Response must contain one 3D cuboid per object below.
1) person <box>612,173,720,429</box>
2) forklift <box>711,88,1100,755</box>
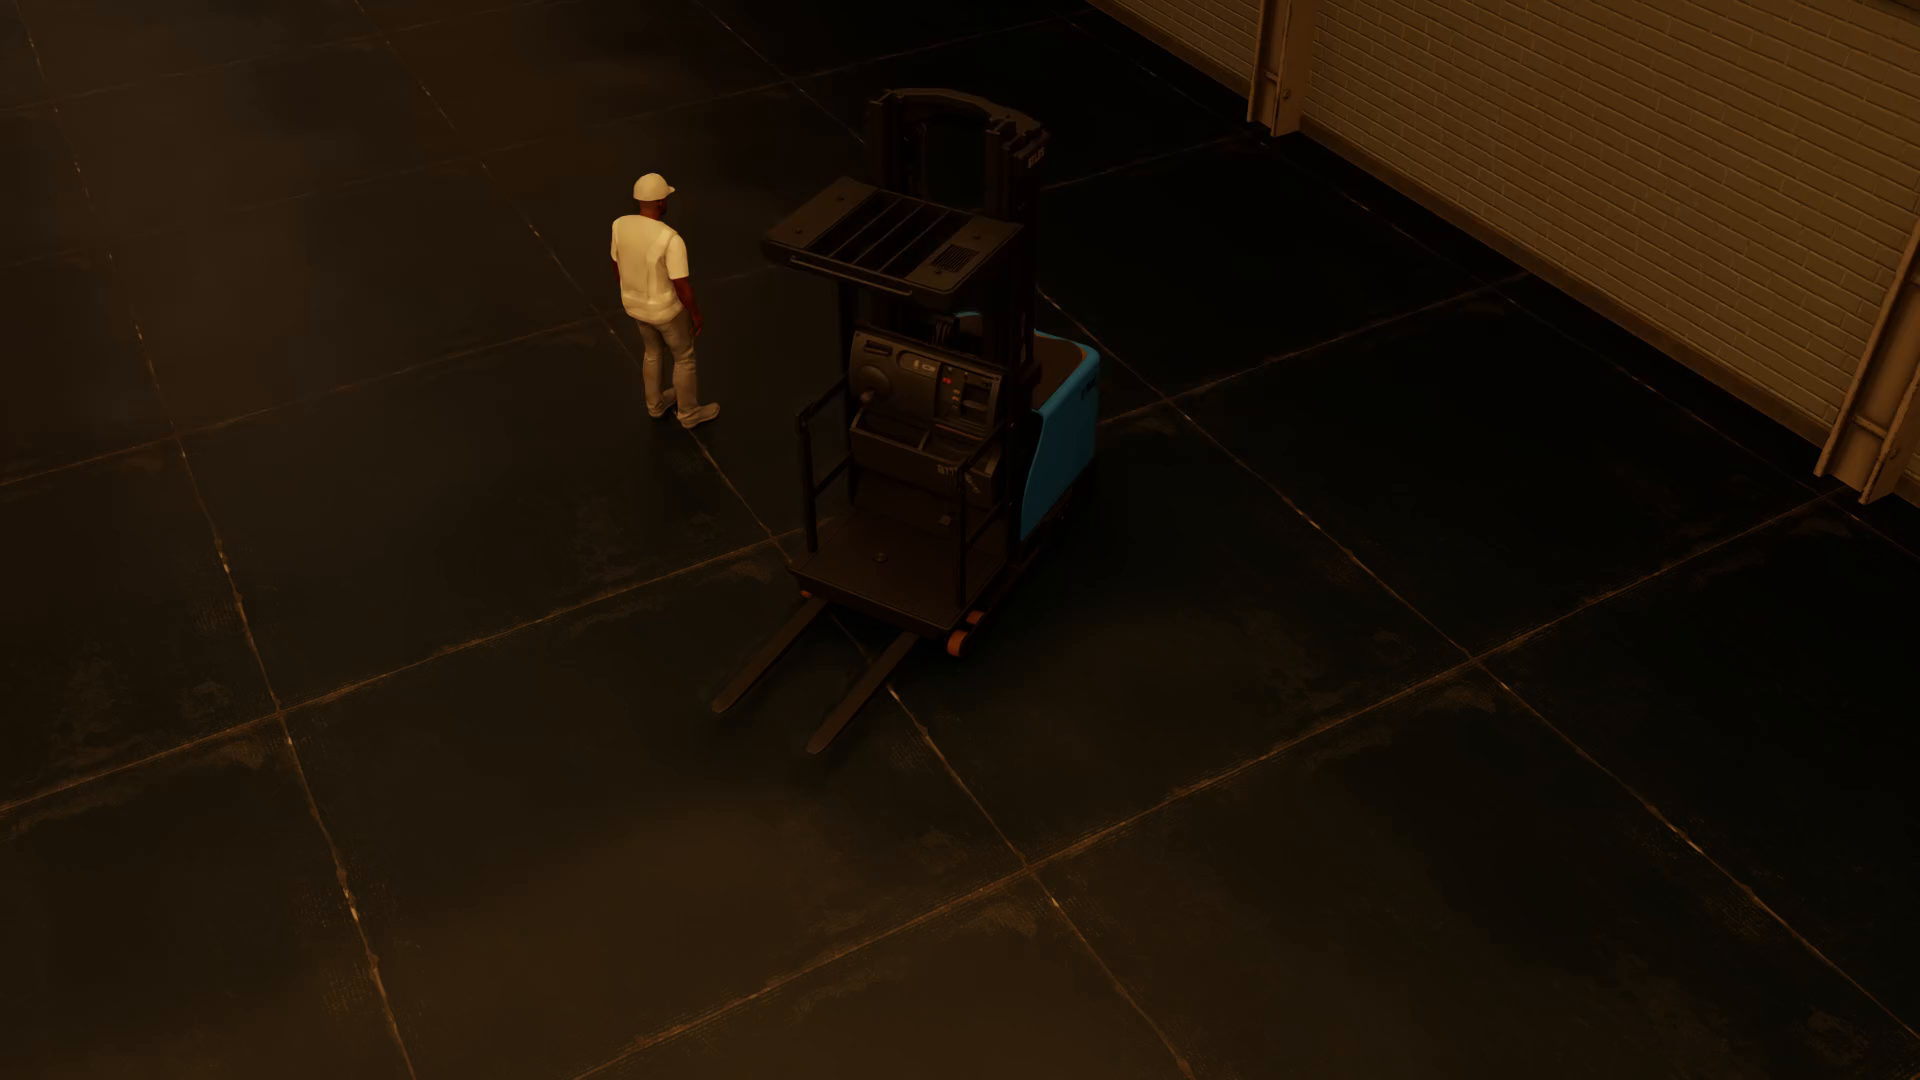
[{"bbox_3d":[-1.942,-1.568,10.800,0.636,1.698,0.460,22,44,24],"label":"person"},{"bbox_3d":[-0.299,-0.788,8.987,1.130,2.935,3.031,20,44,22],"label":"forklift"}]
